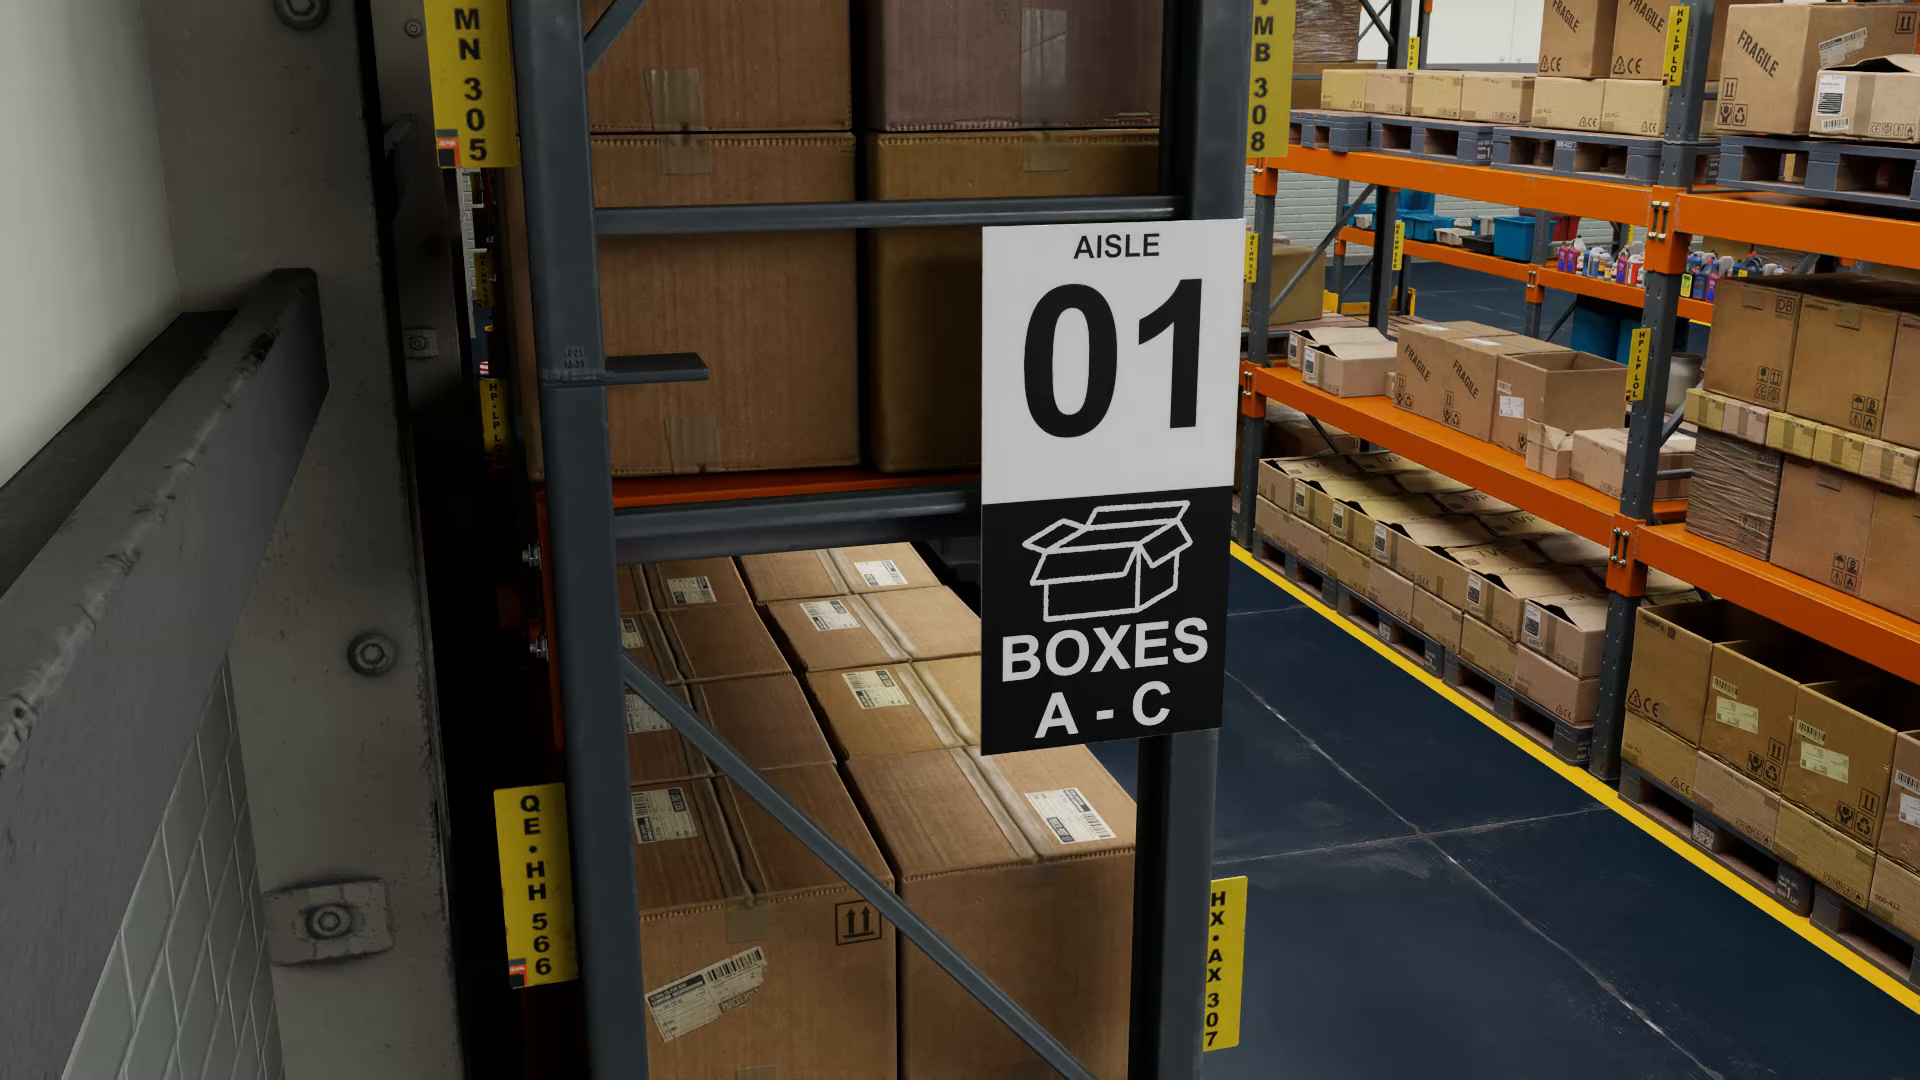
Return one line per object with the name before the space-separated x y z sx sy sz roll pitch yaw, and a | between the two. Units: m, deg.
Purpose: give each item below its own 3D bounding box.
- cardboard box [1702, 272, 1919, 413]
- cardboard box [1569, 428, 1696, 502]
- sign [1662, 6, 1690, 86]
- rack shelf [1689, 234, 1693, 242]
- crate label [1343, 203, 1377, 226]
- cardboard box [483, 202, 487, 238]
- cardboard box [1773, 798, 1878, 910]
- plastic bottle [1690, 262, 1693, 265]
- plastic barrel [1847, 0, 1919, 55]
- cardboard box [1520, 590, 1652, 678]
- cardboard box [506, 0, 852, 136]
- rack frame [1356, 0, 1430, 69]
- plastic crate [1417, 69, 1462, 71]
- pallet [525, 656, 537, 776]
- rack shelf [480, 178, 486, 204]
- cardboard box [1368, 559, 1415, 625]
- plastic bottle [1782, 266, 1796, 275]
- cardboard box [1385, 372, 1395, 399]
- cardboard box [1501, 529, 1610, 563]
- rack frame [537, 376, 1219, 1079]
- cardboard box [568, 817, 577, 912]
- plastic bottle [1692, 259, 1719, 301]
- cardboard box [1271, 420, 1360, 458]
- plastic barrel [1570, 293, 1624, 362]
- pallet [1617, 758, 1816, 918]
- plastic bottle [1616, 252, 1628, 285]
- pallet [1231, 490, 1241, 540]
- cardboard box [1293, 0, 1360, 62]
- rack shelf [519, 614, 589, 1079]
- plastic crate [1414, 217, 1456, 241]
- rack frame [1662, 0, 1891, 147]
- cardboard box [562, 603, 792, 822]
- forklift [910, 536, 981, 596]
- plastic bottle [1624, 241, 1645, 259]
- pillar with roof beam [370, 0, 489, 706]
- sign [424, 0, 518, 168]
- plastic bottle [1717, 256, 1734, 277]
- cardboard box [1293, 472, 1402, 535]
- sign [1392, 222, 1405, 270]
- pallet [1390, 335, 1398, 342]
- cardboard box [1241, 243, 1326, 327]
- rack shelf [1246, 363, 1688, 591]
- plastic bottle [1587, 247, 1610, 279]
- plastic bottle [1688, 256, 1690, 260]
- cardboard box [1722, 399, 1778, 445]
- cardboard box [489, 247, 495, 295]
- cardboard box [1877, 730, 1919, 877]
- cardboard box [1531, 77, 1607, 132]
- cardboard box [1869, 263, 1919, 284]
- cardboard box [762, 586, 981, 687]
cardboard box | 3.703 -0.865 7.188 0.700 0.500 0.500 -5 17 -15
cardboard box | 3.397 -0.379 8.259 0.500 0.250 0.500 -4 17 -12
sign | 3.056 -2.107 7.093 0.100 0.325 0.005 -5 17 -15
rack shelf | 10.353 -3.521 19.712 1.077 0.370 4.000 -5 17 -15
crate label | 4.792 -3.882 19.848 0.416 0.233 0.303 -5 17 -15
cardboard box | -3.510 -2.549 13.195 0.500 0.250 0.500 -4 17 -14
cardboard box | 3.676 1.228 6.701 0.500 0.250 0.500 -5 17 -15
plastic bottle | 6.417 -2.304 14.633 0.097 0.271 0.097 0 17 0
plastic barrel | 7.086 -3.815 12.749 0.600 0.830 0.708 -5 17 -15
cardboard box | 3.188 0.440 8.348 0.500 0.311 0.500 -5 17 -15
cardboard box | -0.458 -0.890 2.541 0.500 0.500 0.500 -4 17 -13
rack frame | 5.041 -6.901 19.283 1.000 3.000 0.127 -5 17 -15
plastic crate | 5.196 -4.990 18.245 0.504 0.338 0.767 -5 17 -15
pallet | -1.741 0.857 8.732 1.003 0.211 1.213 -5 17 -15
rack shelf | -2.836 -2.677 11.686 1.077 0.370 4.000 -5 17 -15
cardboard box | 2.765 0.284 9.843 0.500 0.250 0.500 -4 17 -14
plastic bottle | 7.157 -2.227 14.356 0.061 0.283 0.133 -5 17 -15
cardboard box | 2.880 -0.956 10.356 0.380 0.149 0.250 -3 17 -11
cardboard box | 3.425 0.113 9.435 0.500 0.311 0.500 -5 18 -17
rack frame | -0.088 1.181 2.805 1.000 3.000 0.127 -5 17 -15
cardboard box | -0.698 0.848 4.140 0.500 0.250 0.500 -5 17 -16
plastic bottle | 6.400 -2.233 14.257 0.144 0.351 0.185 -5 17 -15
cardboard box | 2.625 -0.586 12.270 0.500 0.500 0.500 -4 17 -13
plastic barrel | 6.273 -1.966 16.199 0.600 0.901 0.708 -5 17 -15
pallet | 3.753 1.241 7.454 1.003 0.211 1.213 -5 17 -15
plastic bottle | 6.075 -2.485 15.212 0.061 0.283 0.133 -5 17 -15
pallet | 2.307 -0.298 12.578 1.003 0.211 1.213 -5 17 -15
cardboard box | 2.362 -3.509 11.293 0.500 0.500 0.500 -5 17 -15
rack shelf | -0.638 0.973 4.750 1.077 0.370 4.000 -5 17 -15
plastic crate | 5.236 -3.435 18.359 0.416 0.233 0.300 -5 17 -15
rack frame | 3.575 -3.191 6.933 1.000 3.000 0.127 -5 17 -15
cardboard box | -0.697 0.488 4.035 0.500 0.500 0.500 -5 17 -17
forklift | 0.314 -1.086 10.474 1.130 2.935 3.031 -4 17 -14
plastic bottle | 6.559 -2.778 16.203 0.152 0.276 0.135 -5 17 -15
pillar with roof beam | 1.378 -3.817 9.017 9.100 9.000 0.400 -5 17 -15
sign | -0.627 -0.641 2.119 0.100 0.325 0.005 -5 17 -15
plastic bottle | 6.899 -2.436 15.065 0.152 0.276 0.135 -5 17 -15
cardboard box | 2.490 -0.264 10.693 0.500 0.311 0.500 -5 17 -17
sign | 3.008 -2.024 11.462 0.100 0.325 0.005 -5 17 -15
pallet | 5.562 -2.124 18.657 1.003 0.211 1.213 -5 17 -15
cardboard box | 2.194 -1.838 11.955 0.700 0.500 0.500 -12 20 -34
rack shelf | 3.025 -0.526 9.741 1.077 0.370 4.000 -5 17 -15
plastic bottle | 6.001 -2.602 15.617 0.152 0.276 0.135 -5 17 -15
plastic bottle | 6.683 -2.521 15.353 0.097 0.271 0.097 0 17 0
cardboard box | 3.532 -0.517 7.159 0.380 0.149 0.250 -4 17 -14
cardboard box | -2.660 -1.696 10.353 0.500 0.250 0.500 -4 17 -14
cardboard box | 3.815 1.007 6.133 0.500 0.500 0.500 -5 17 -15
cardboard box | 3.261 -2.207 8.401 0.500 0.250 0.500 -6 18 -21
cardboard box | 10.798 -2.685 18.641 0.875 0.875 0.875 -5 17 -15
cardboard box | -0.192 0.448 4.170 0.500 0.500 0.500 -5 18 -17
